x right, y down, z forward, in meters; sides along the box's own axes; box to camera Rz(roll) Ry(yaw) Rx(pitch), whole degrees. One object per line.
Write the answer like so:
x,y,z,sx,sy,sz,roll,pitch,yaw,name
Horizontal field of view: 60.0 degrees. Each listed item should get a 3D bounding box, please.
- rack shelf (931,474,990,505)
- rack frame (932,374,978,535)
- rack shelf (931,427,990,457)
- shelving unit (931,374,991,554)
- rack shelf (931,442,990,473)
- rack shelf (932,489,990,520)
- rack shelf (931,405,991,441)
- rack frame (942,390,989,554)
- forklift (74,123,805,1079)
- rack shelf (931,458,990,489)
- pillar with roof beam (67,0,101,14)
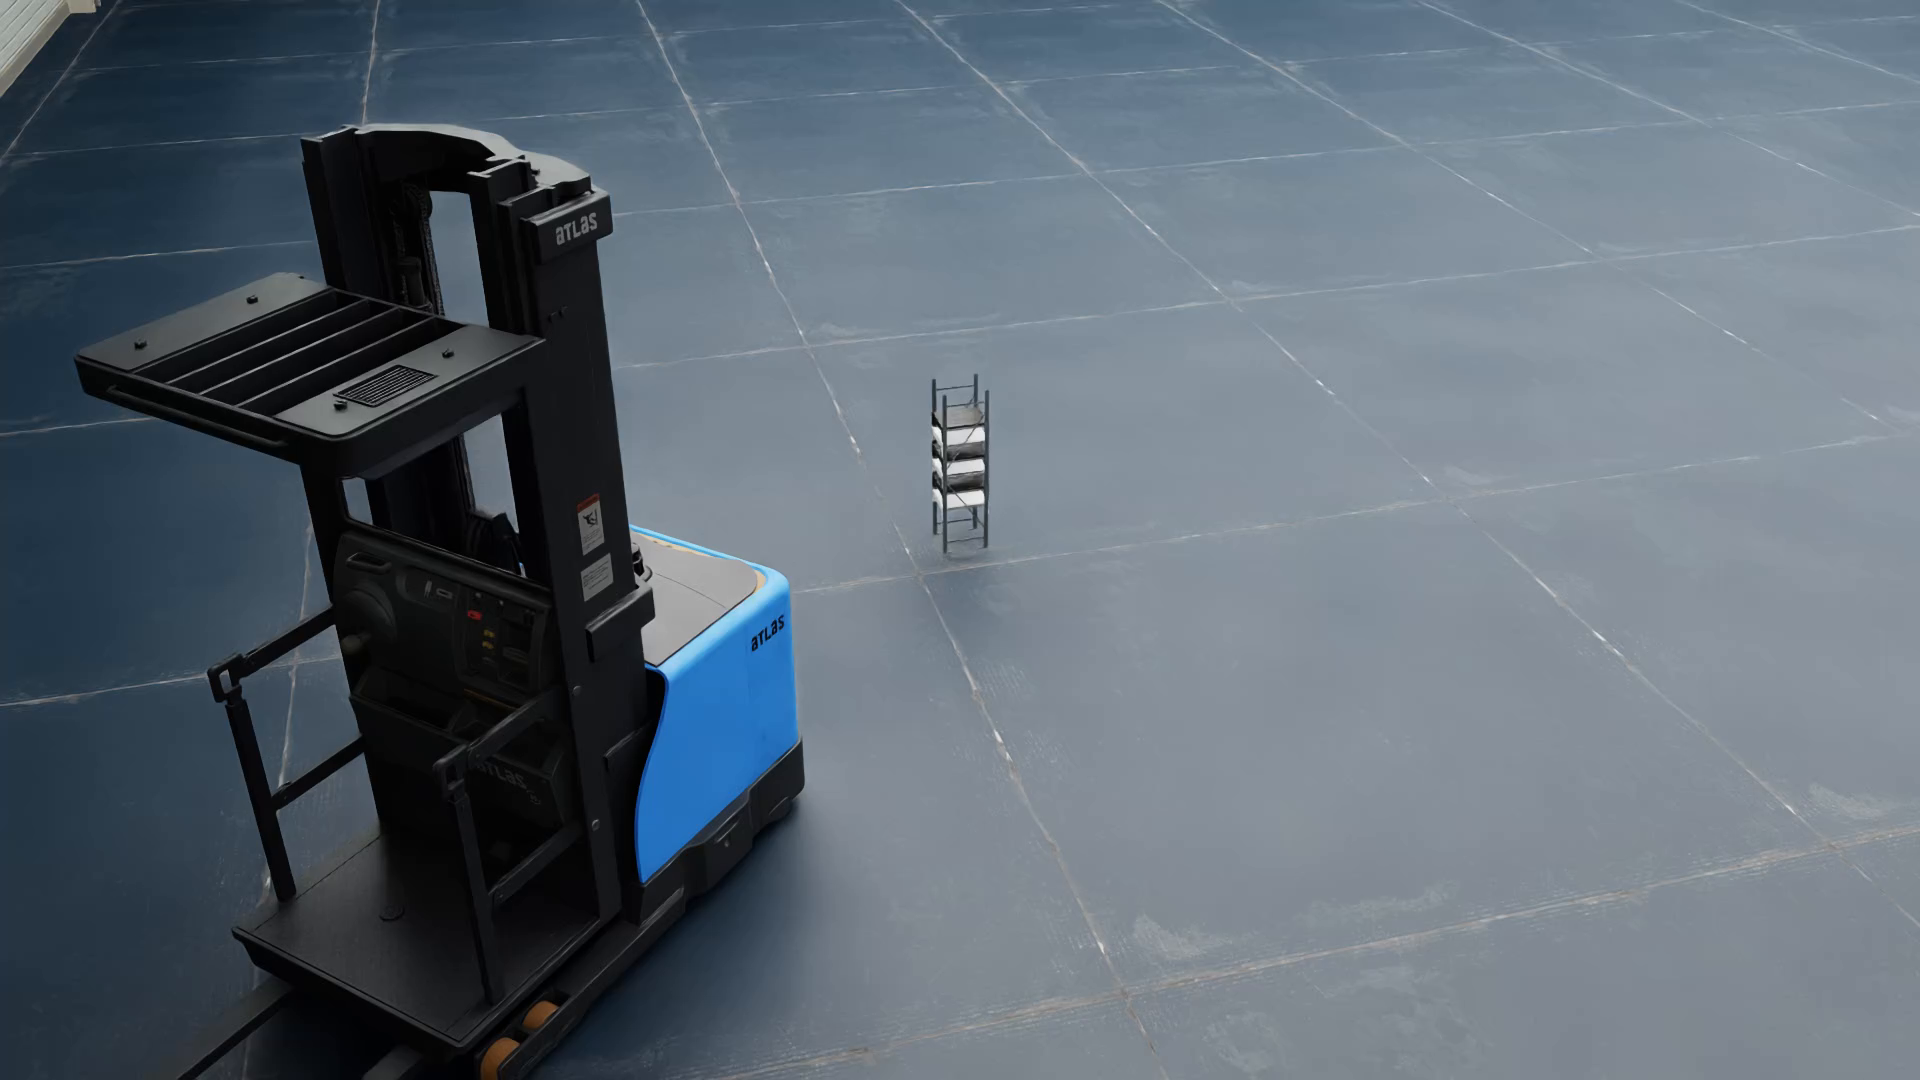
0.002,-0.279,8.580,0.258,0.077,0.200,-8,31,-13,rack shelf
-0.025,-0.435,8.603,0.240,0.900,0.006,-8,31,-13,rack frame
0.002,-0.512,8.444,0.258,0.077,0.200,-8,31,-13,rack shelf
0.002,-0.386,8.518,0.258,0.900,0.210,-8,31,-13,shelving unit
0.002,-0.435,8.489,0.258,0.077,0.200,-8,31,-13,rack shelf
0.002,-0.201,8.625,0.258,0.077,0.200,-8,31,-13,rack shelf
0.002,-0.590,8.399,0.258,0.077,0.200,-8,31,-13,rack shelf
0.029,-0.336,8.433,0.240,0.900,0.006,-8,31,-13,rack frame
-1.812,0.307,5.293,1.130,2.935,3.031,16,34,26,forklift
0.002,-0.357,8.534,0.258,0.077,0.200,-8,31,-13,rack shelf
-6.126,-10.695,18.245,9.100,9.000,0.400,-8,31,-13,pillar with roof beam
